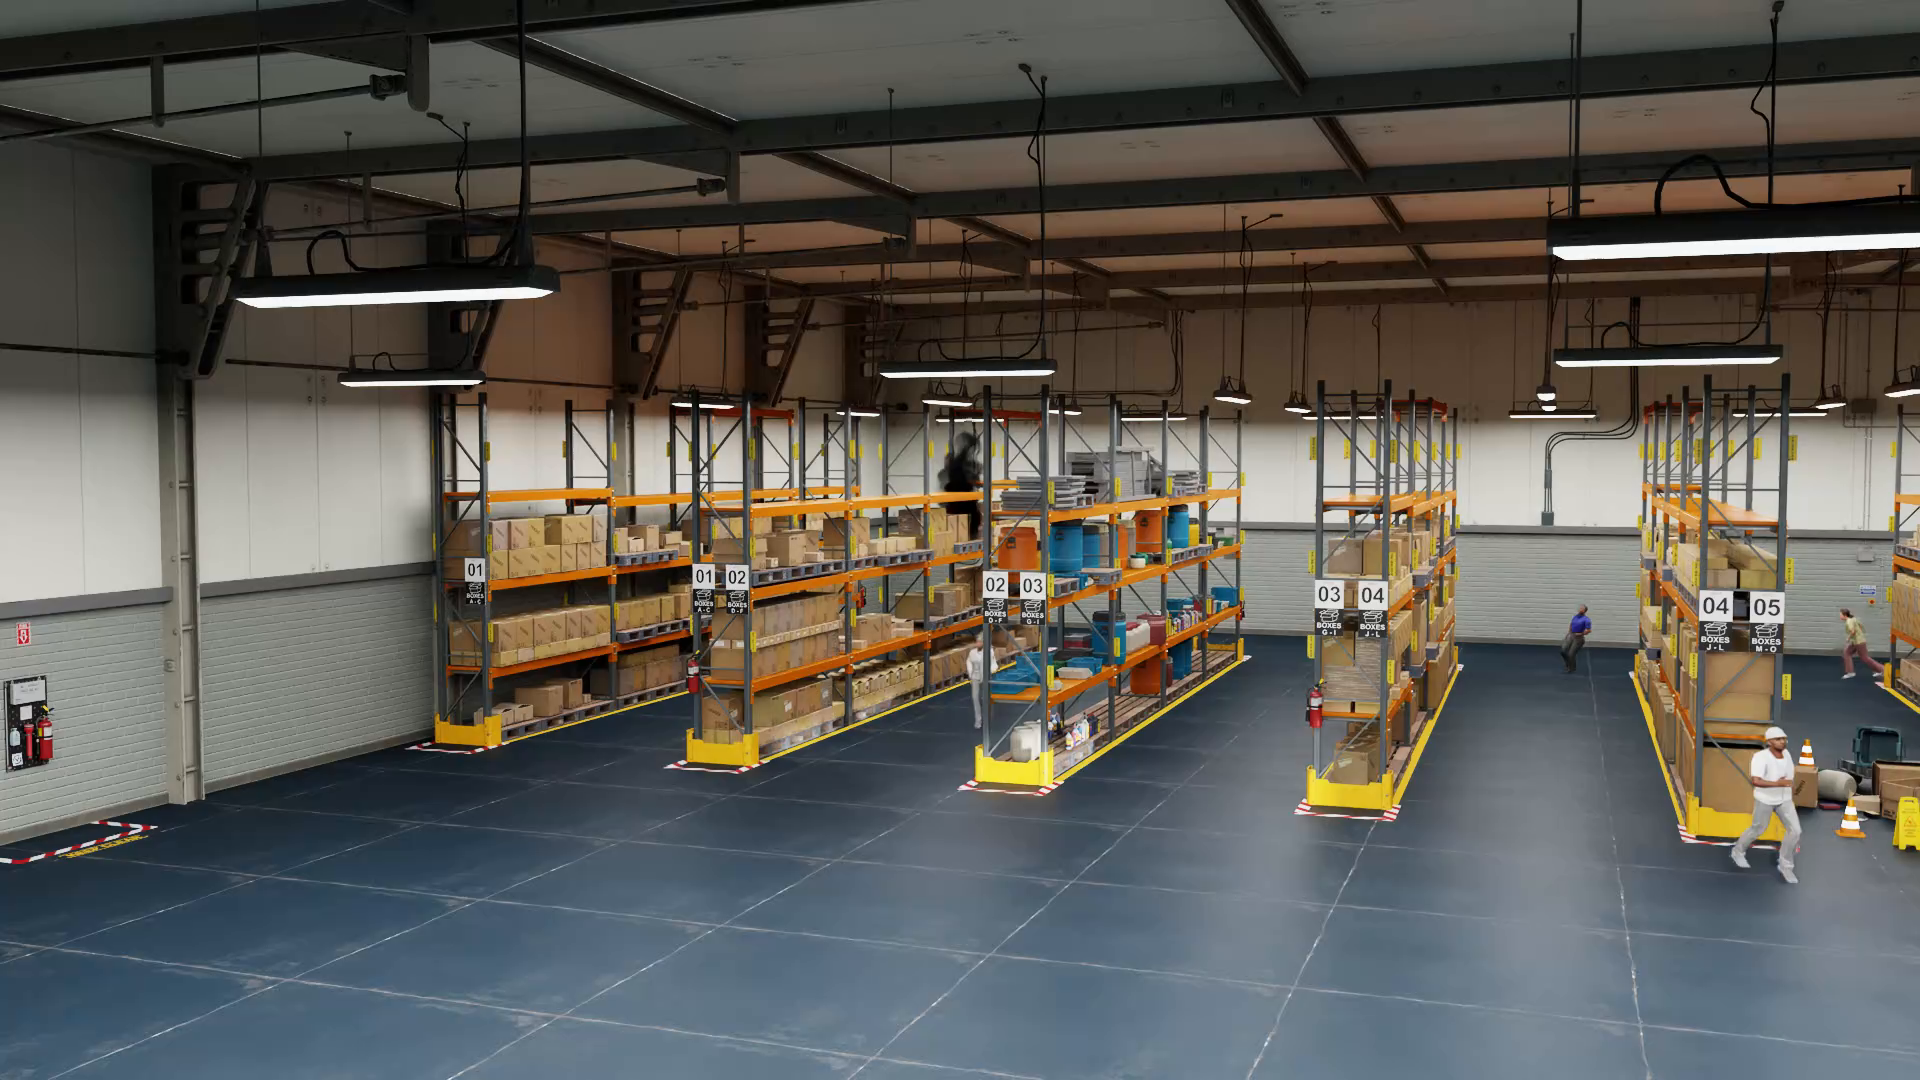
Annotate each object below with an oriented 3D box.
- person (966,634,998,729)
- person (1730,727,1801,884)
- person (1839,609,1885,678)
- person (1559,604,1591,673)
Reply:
[{"bbox_3d":[0.396,2.567,30.499,0.592,1.690,1.004,0,3,5],"label":"person"},{"bbox_3d":[9.529,3.082,19.532,0.710,1.813,0.904,-1,3,-15],"label":"person"},{"bbox_3d":[19.874,2.308,36.596,0.967,1.567,0.573,2,4,32],"label":"person"},{"bbox_3d":[13.790,2.230,37.344,0.497,1.572,0.673,-1,3,-26],"label":"person"}]
